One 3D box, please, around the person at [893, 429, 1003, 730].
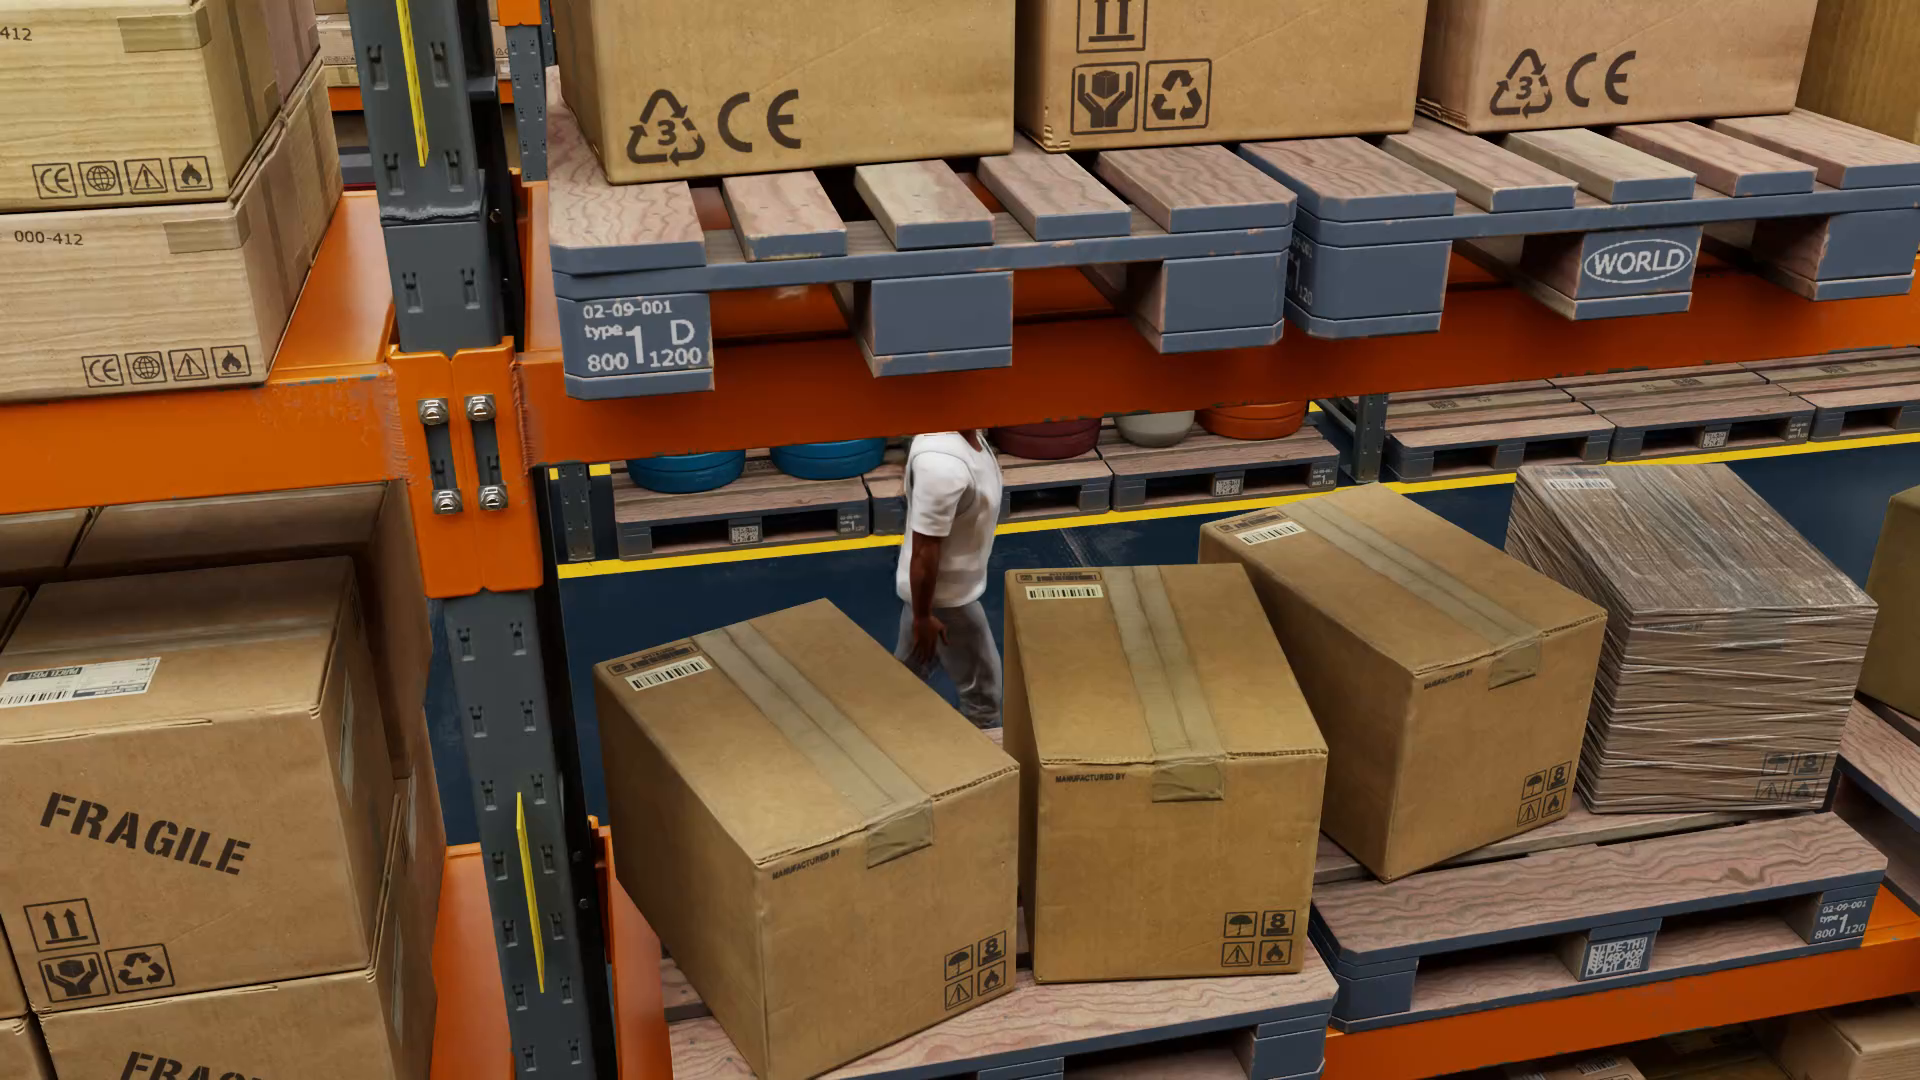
[{"bbox_3d":[-0.037,0.157,5.802,0.785,1.765,0.624,1,27,2],"label":"person"}]
